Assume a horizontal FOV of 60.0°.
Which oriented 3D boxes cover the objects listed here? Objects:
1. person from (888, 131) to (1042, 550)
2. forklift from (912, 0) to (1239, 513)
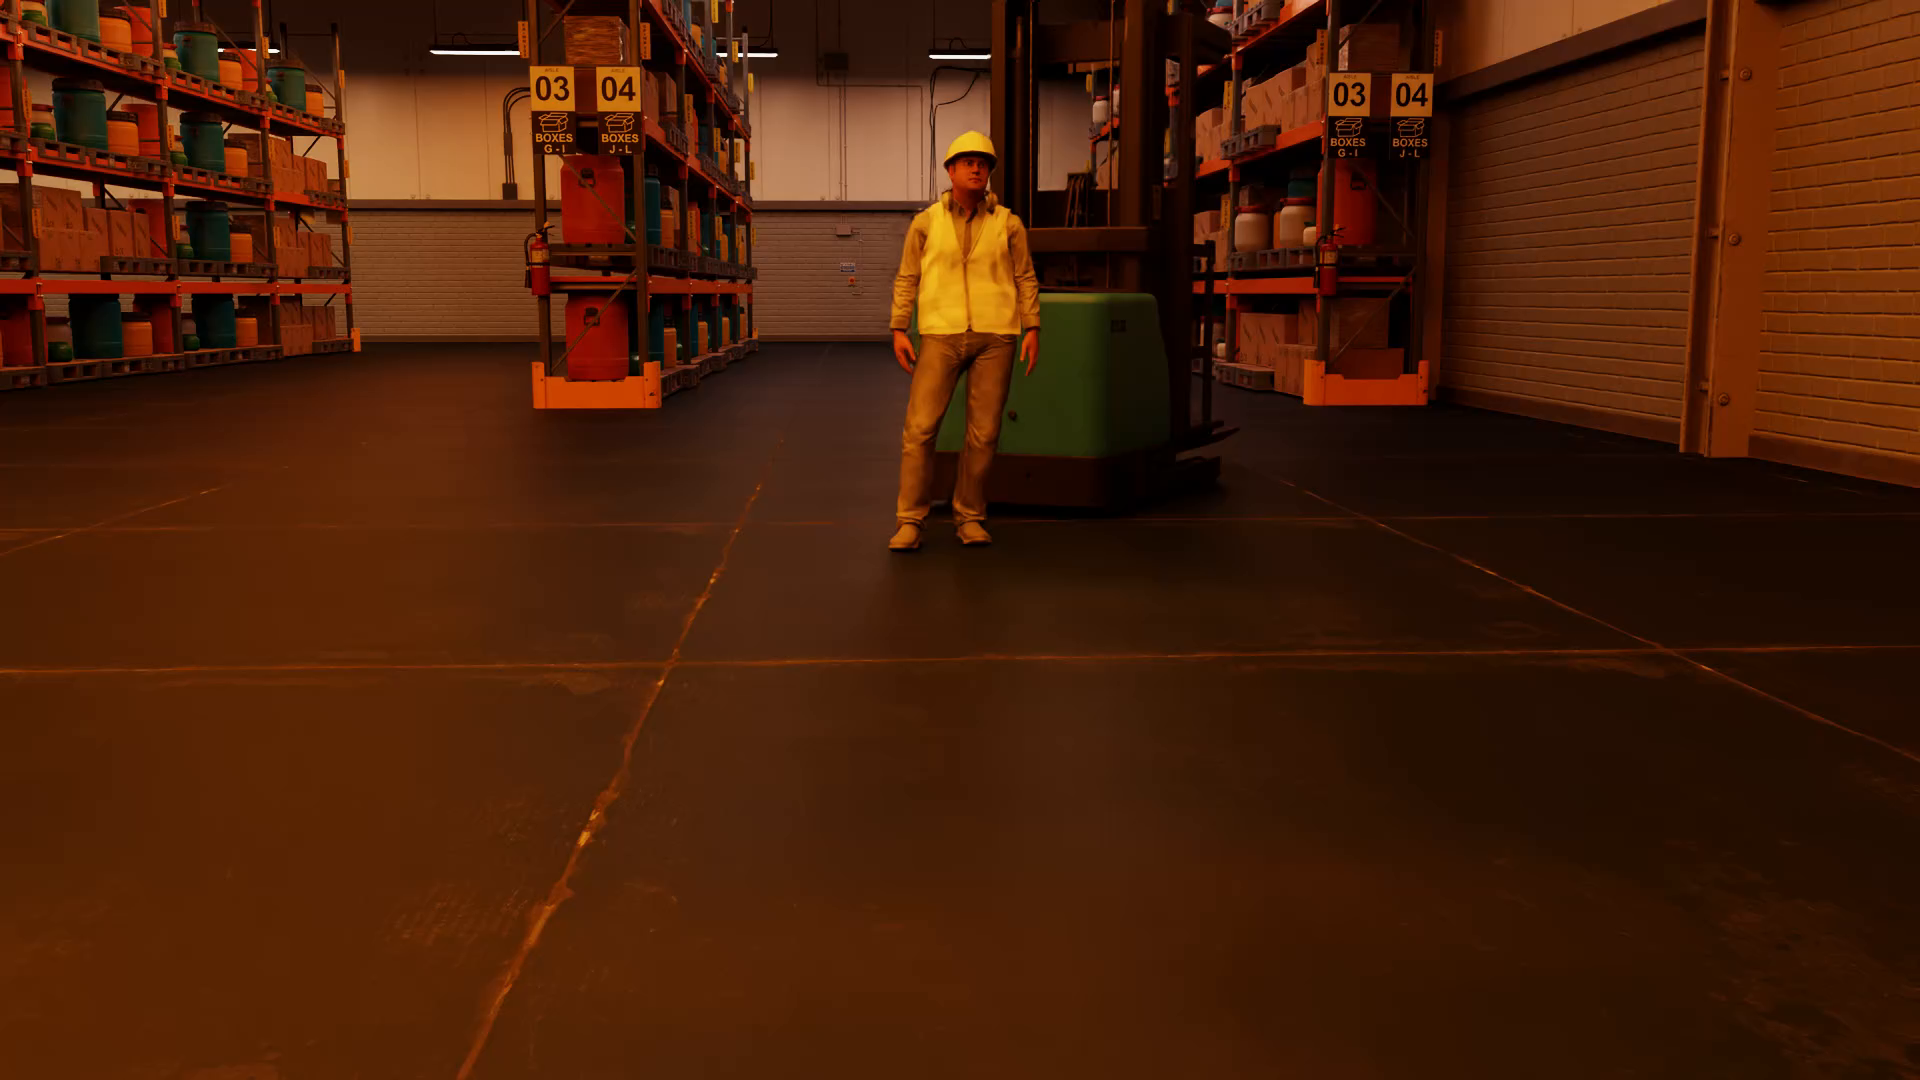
[{"bbox_3d":[0.023,-0.851,7.083,0.653,1.765,0.567,0,8,-1],"label":"person"},{"bbox_3d":[0.829,-1.758,9.170,1.130,2.935,3.031,4,9,25],"label":"forklift"}]
